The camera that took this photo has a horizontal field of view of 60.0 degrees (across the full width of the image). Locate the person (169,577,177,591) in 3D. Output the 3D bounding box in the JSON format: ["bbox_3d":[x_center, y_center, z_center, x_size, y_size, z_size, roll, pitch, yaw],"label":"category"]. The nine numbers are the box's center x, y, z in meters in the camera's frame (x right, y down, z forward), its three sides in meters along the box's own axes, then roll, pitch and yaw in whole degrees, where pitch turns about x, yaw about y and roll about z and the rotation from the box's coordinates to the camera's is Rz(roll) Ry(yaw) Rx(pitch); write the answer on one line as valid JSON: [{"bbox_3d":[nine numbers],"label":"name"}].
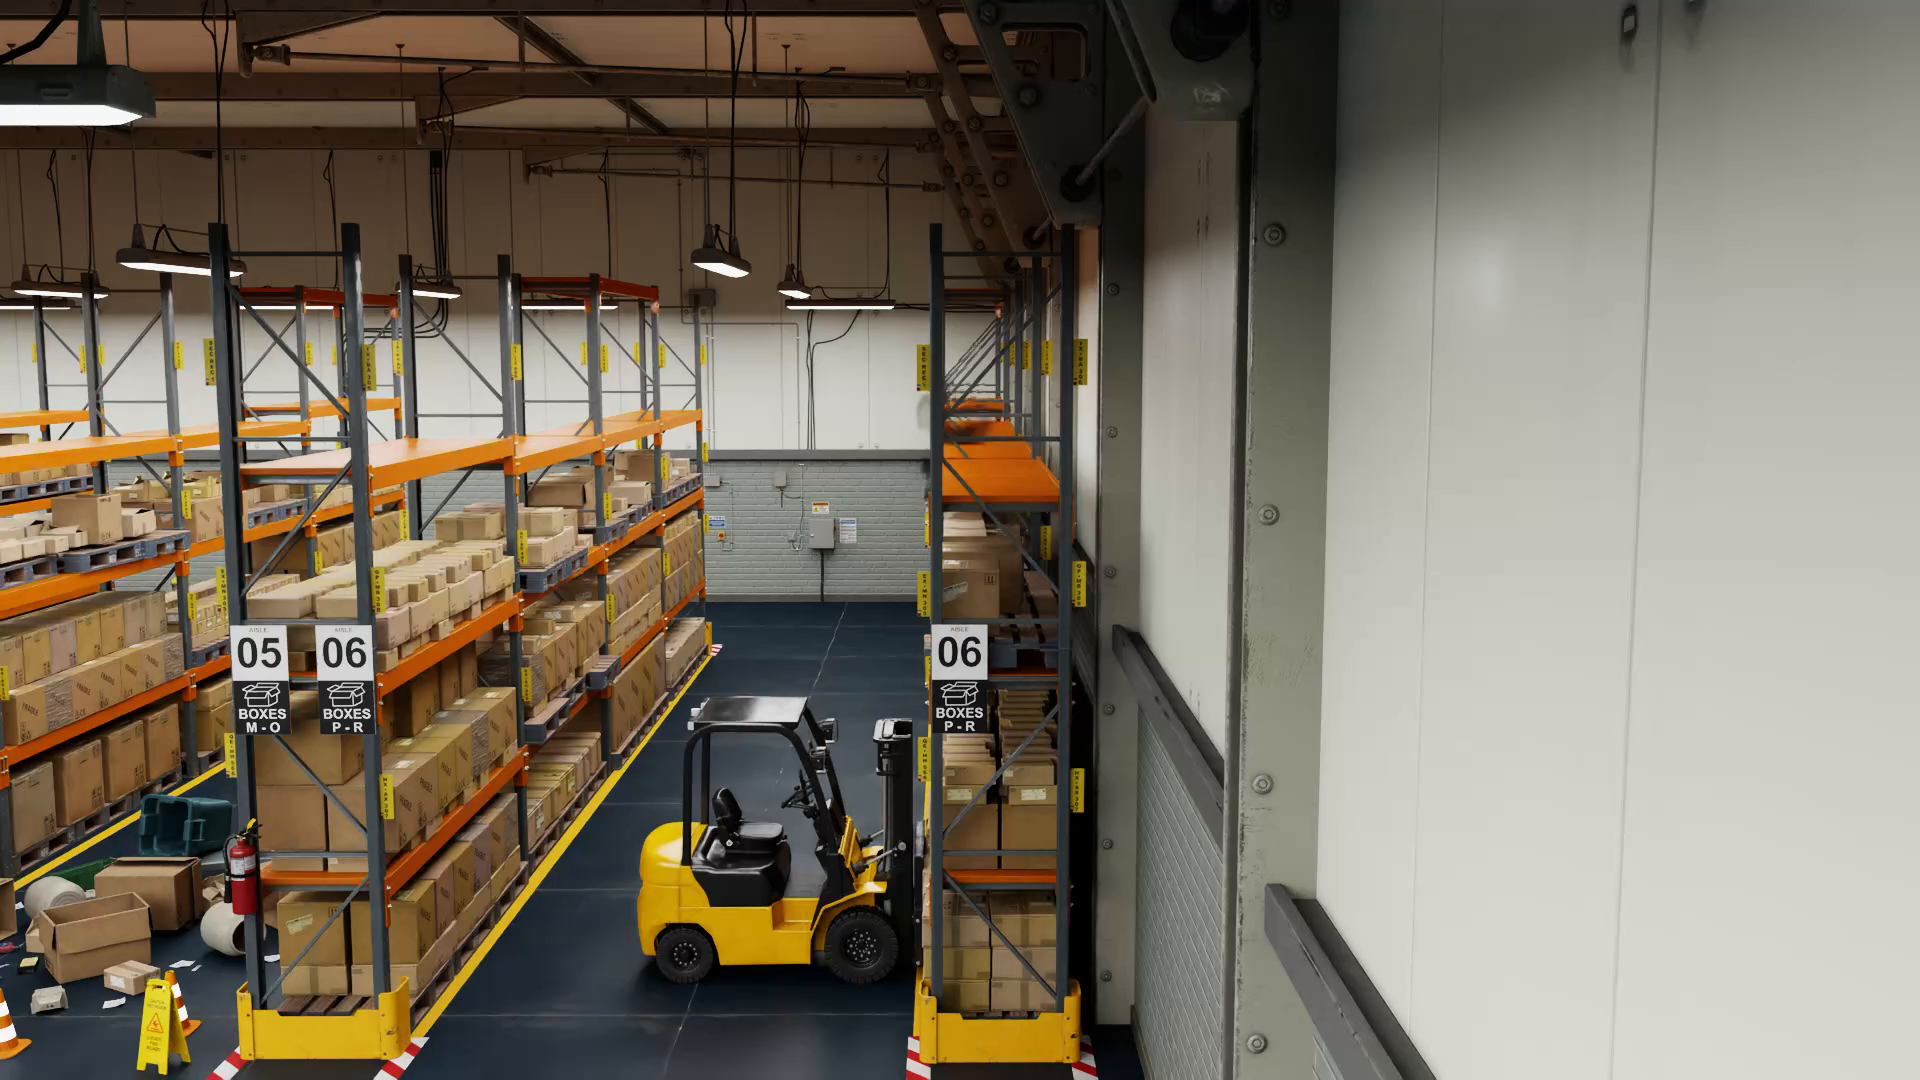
[{"bbox_3d":[-11.439,1.415,24.404,0.702,1.769,0.950,0,7,0],"label":"person"}]
